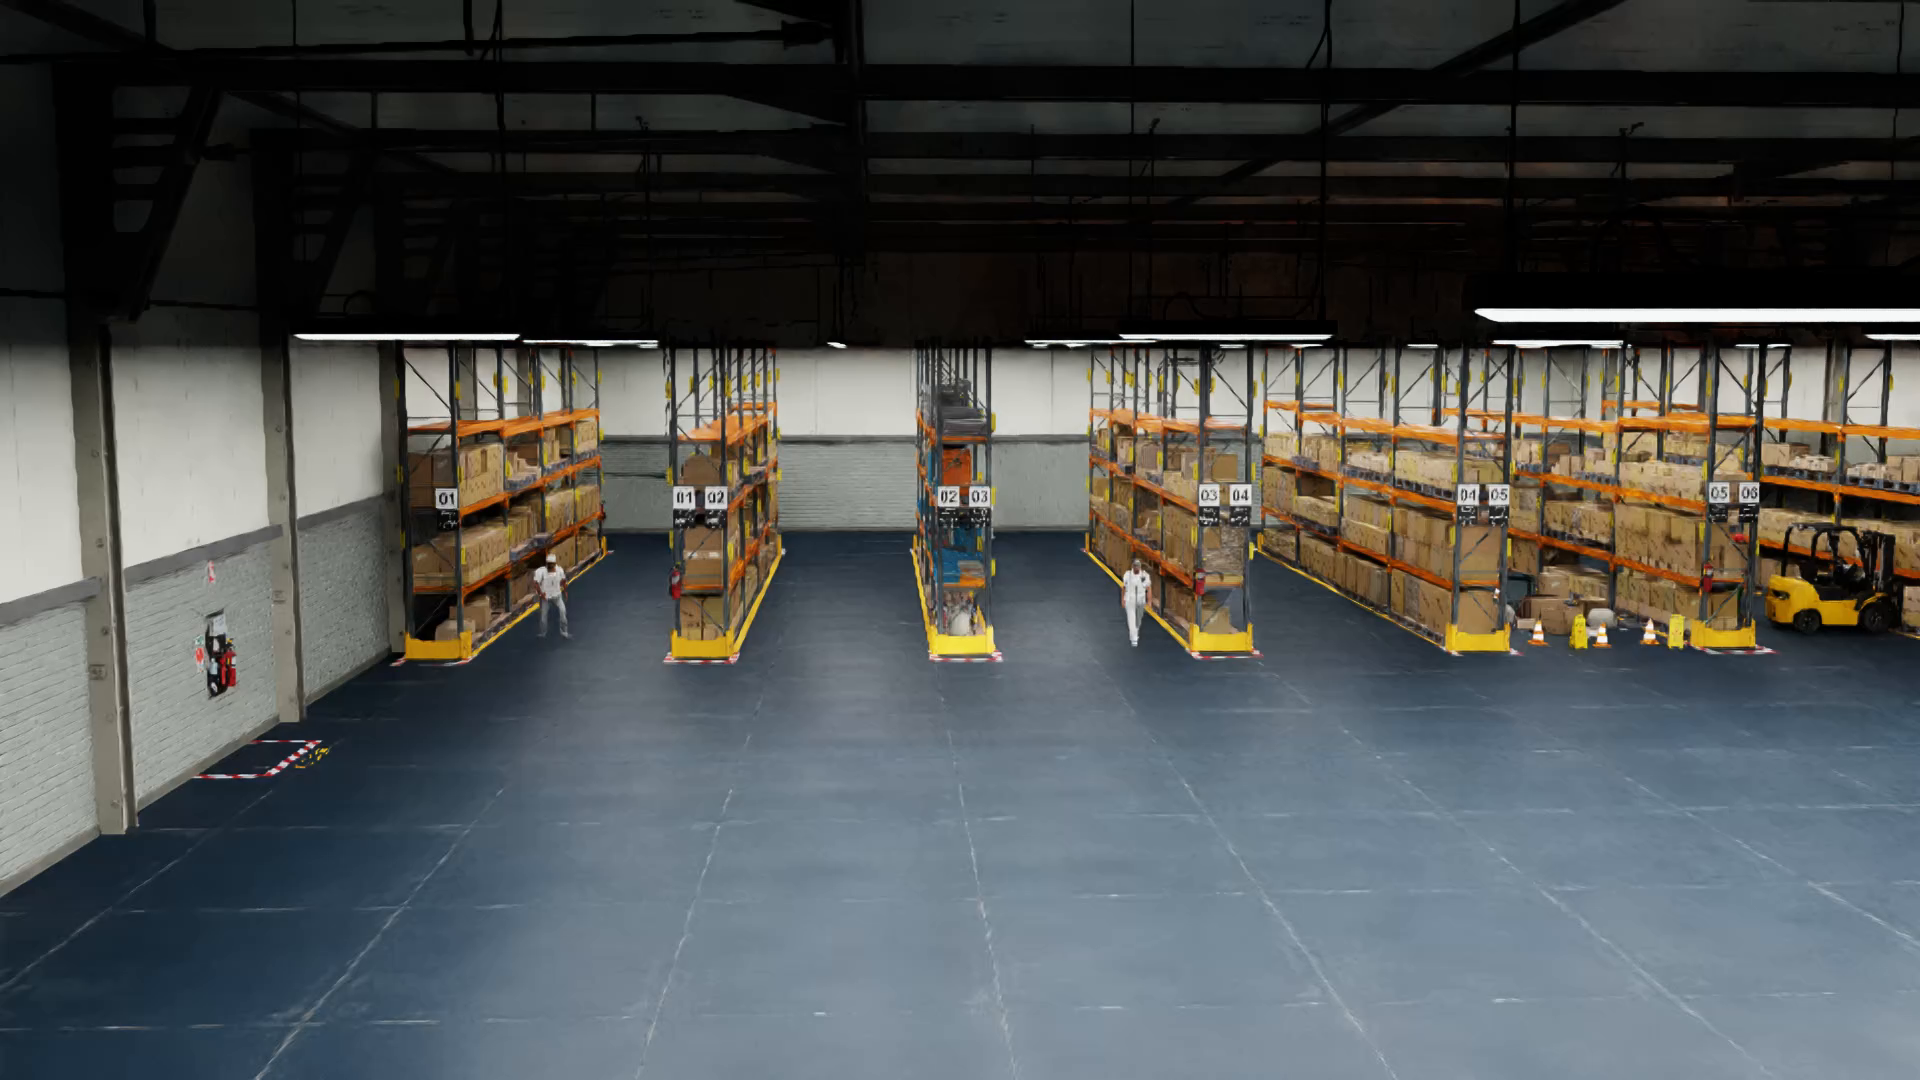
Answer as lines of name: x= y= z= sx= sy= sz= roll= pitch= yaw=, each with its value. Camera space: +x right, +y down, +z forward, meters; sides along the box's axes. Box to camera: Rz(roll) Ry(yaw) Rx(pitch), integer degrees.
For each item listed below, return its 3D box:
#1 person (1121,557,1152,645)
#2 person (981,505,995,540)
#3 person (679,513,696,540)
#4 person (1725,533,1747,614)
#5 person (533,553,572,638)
person: x=3.464 y=1.174 z=32.546 sx=0.554 sy=1.712 sz=1.031 roll=0 pitch=7 yaw=-4
person: x=0.763 y=-0.880 z=50.445 sx=0.620 sy=1.766 sz=0.616 roll=4 pitch=8 yaw=32
person: x=-8.160 y=-0.772 z=49.494 sx=0.716 sy=1.763 sz=0.520 roll=-6 pitch=9 yaw=-45
person: x=16.755 y=0.708 z=35.907 sx=0.364 sy=1.732 sz=0.625 roll=-4 pitch=7 yaw=-29
person: x=-8.154 y=1.106 z=33.161 sx=0.704 sy=1.710 sz=0.751 roll=-3 pitch=7 yaw=-24
